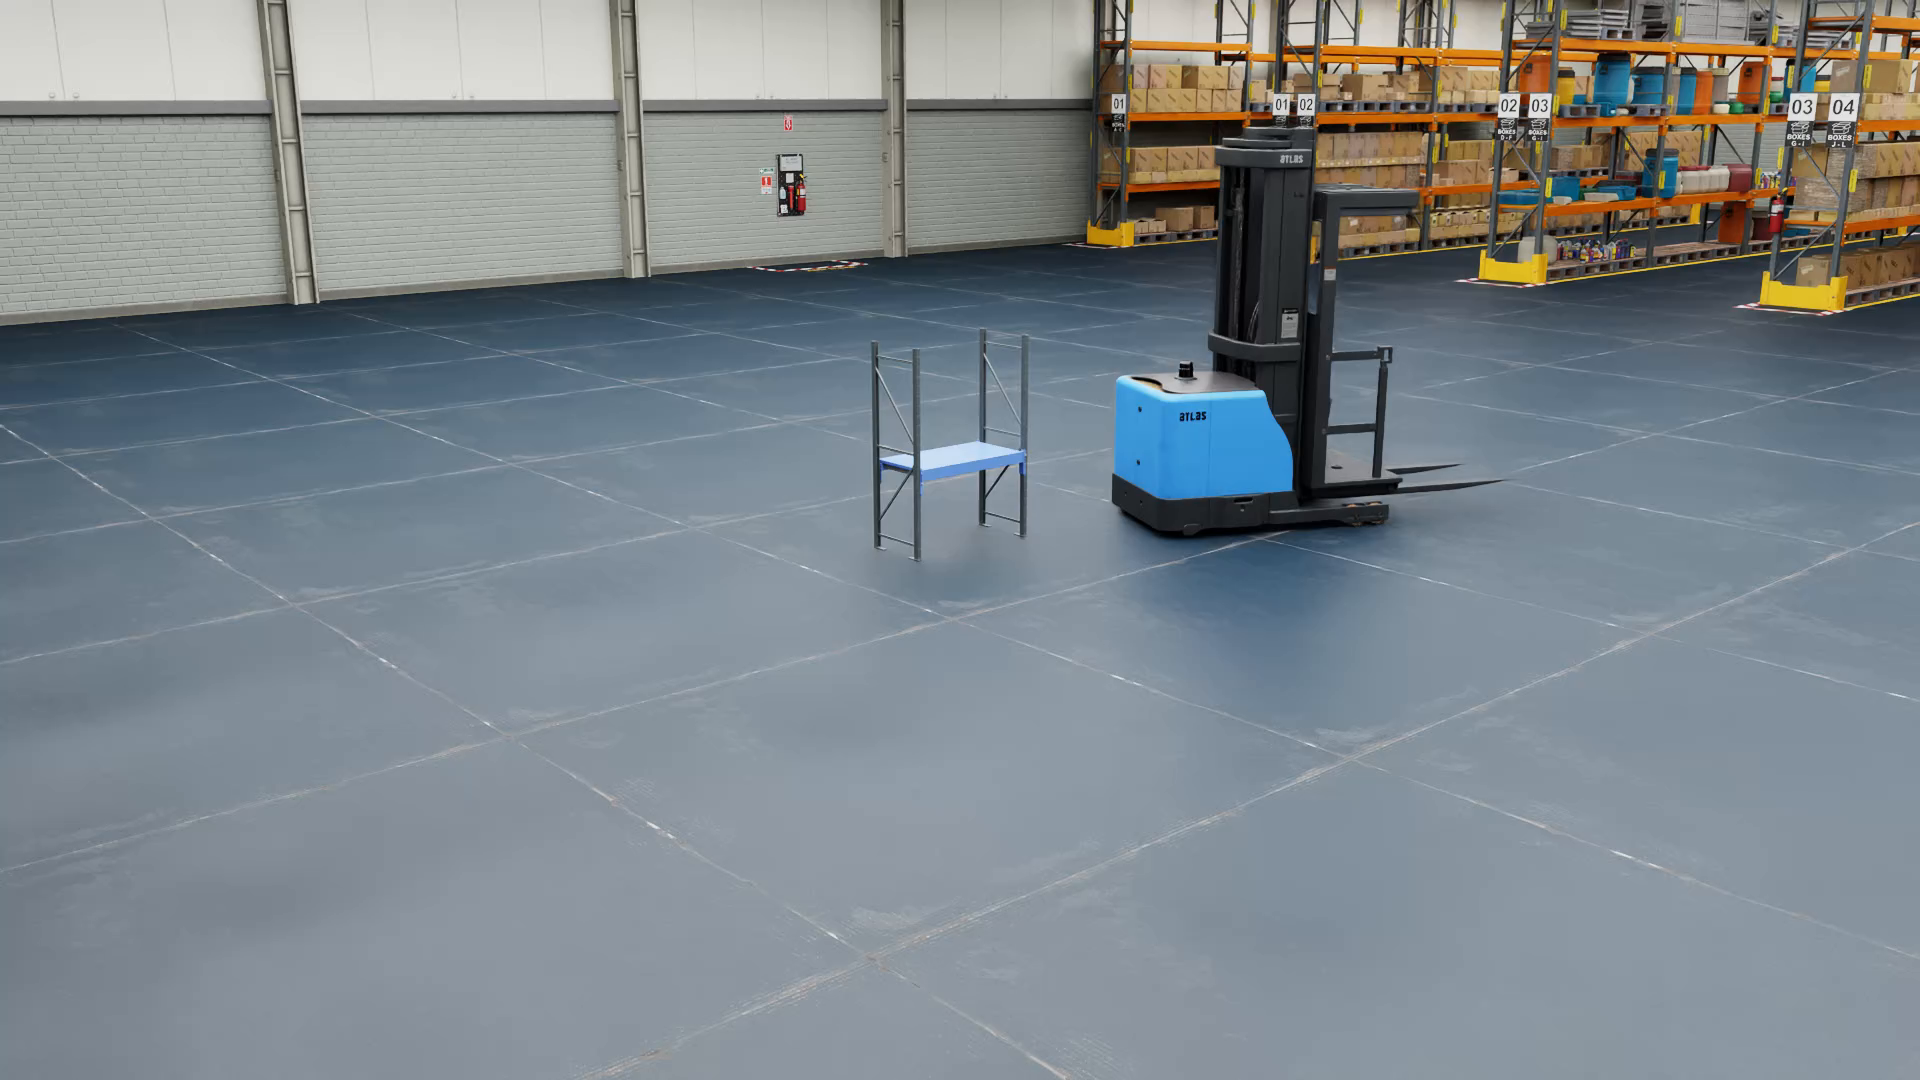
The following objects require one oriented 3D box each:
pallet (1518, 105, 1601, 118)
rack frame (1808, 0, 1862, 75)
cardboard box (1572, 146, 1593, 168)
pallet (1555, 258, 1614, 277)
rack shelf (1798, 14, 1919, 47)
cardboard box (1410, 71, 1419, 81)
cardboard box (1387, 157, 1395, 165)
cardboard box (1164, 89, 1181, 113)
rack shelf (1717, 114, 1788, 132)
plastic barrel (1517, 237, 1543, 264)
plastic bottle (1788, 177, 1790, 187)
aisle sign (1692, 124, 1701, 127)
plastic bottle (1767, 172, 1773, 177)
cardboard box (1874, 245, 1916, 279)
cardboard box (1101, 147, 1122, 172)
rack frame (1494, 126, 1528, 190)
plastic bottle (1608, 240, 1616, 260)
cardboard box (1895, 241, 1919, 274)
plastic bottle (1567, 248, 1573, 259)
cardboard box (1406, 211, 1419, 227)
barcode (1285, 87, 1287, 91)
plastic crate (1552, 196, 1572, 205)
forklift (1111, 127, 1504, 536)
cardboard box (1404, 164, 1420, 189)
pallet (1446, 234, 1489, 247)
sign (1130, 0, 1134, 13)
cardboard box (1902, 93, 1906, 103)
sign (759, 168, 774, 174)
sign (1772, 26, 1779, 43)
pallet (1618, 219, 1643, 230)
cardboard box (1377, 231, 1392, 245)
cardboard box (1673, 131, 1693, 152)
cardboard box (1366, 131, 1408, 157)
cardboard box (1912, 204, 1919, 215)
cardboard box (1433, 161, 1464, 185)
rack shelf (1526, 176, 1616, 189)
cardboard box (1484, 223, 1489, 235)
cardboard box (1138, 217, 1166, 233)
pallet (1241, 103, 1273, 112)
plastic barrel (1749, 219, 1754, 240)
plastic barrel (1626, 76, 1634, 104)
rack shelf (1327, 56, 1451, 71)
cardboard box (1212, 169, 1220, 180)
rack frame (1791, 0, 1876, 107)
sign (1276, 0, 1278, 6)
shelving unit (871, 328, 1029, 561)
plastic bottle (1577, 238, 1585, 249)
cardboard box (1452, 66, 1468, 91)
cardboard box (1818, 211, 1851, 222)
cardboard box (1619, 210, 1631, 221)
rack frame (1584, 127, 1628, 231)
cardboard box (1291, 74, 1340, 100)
[{"bbox_3d":[10.443,-7.507,29.097,1.213,0.211,1.003,-13,19,-39],"label":"pallet"},{"bbox_3d":[18.808,-10.960,35.842,0.127,3.000,1.000,-13,19,-39],"label":"rack frame"},{"bbox_3d":[14.578,-9.112,39.542,0.500,0.500,0.700,-9,17,-31],"label":"cardboard box"},{"bbox_3d":[11.318,-5.045,30.729,1.213,0.211,1.003,-13,19,-39],"label":"pallet"},{"bbox_3d":[14.515,-7.952,25.984,4.000,0.370,1.077,-13,19,-39],"label":"rack shelf"},{"bbox_3d":[11.554,-11.939,42.821,0.500,0.250,0.500,-11,18,-35],"label":"cardboard box"},{"bbox_3d":[8.691,-7.773,34.086,0.250,0.149,0.380,-13,20,-40],"label":"cardboard box"},{"bbox_3d":[4.486,-9.645,36.501,0.500,0.500,0.500,-12,19,-37],"label":"cardboard box"},{"bbox_3d":[17.299,-8.824,35.054,4.000,0.370,1.077,-13,19,-39],"label":"rack shelf"},{"bbox_3d":[10.201,-5.156,29.746,0.421,0.512,0.421,0,15,0],"label":"plastic barrel"},{"bbox_3d":[17.375,-7.569,35.014,0.135,0.276,0.152,-13,19,-39],"label":"plastic bottle"},{"bbox_3d":[18.829,-10.912,42.250,0.004,0.787,0.394,-13,19,-39],"label":"aisle sign"},{"bbox_3d":[17.510,-7.840,36.029,0.135,0.276,0.152,-13,19,-39],"label":"plastic bottle"},{"bbox_3d":[15.696,-4.677,27.977,0.500,0.500,0.500,-13,20,-41],"label":"cardboard box"},{"bbox_3d":[3.468,-8.378,36.600,0.500,0.500,0.500,-13,20,-40],"label":"cardboard box"},{"bbox_3d":[15.322,-10.667,46.374,0.127,3.000,1.000,-13,19,-39],"label":"rack frame"},{"bbox_3d":[12.088,-5.386,30.883,0.185,0.351,0.144,-13,20,-40],"label":"plastic bottle"},{"bbox_3d":[16.501,-4.846,28.572,0.700,0.500,0.500,14,21,43],"label":"cardboard box"},{"bbox_3d":[11.400,-5.359,31.070,0.097,0.201,0.097,0,15,0],"label":"plastic bottle"},{"bbox_3d":[9.641,-6.941,35.849,0.500,0.311,0.500,-13,19,-39],"label":"cardboard box"},{"bbox_3d":[6.417,-8.868,32.699,0.075,0.075,0.001,-13,19,-39],"label":"barcode"},{"bbox_3d":[10.641,-5.990,29.373,0.250,0.136,0.298,-13,19,-39],"label":"plastic crate"},{"bbox_3d":[2.767,-1.645,12.729,3.031,2.935,1.130,-4,16,-16],"label":"forklift"},{"bbox_3d":[9.193,-7.643,34.856,0.500,0.500,0.700,-13,20,-41],"label":"cardboard box"},{"bbox_3d":[10.975,-6.664,36.789,1.213,0.211,1.003,-13,19,-39],"label":"pallet"},{"bbox_3d":[3.608,-11.239,34.926,0.005,0.325,0.100,-13,19,-39],"label":"sign"},{"bbox_3d":[14.527,-6.900,25.975,0.250,0.149,0.380,-13,20,-40],"label":"cardboard box"},{"bbox_3d":[-3.679,-7.015,31.604,0.331,0.109,0.001,-13,19,-39],"label":"sign"},{"bbox_3d":[16.157,-10.020,32.951,0.005,0.325,0.100,-13,19,-39],"label":"sign"},{"bbox_3d":[16.078,-7.795,41.024,1.213,0.211,1.003,-13,19,-39],"label":"pallet"},{"bbox_3d":[8.566,-6.254,34.365,0.500,0.250,0.500,-13,19,-39],"label":"cardboard box"},{"bbox_3d":[18.041,-10.020,41.820,0.500,0.500,0.500,-12,19,-38],"label":"cardboard box"},{"bbox_3d":[8.813,-8.184,34.368,0.500,0.500,0.700,-13,20,-39],"label":"cardboard box"},{"bbox_3d":[15.516,-5.391,27.109,0.250,0.149,0.380,-13,19,-39],"label":"cardboard box"},{"bbox_3d":[10.511,-7.935,35.952,0.500,0.500,0.500,-11,18,-35],"label":"cardboard box"},{"bbox_3d":[14.050,-8.340,39.053,4.000,0.370,1.077,-13,19,-39],"label":"rack shelf"},{"bbox_3d":[11.537,-6.914,36.835,0.500,0.250,0.500,-12,19,-38],"label":"cardboard box"},{"bbox_3d":[4.263,-7.067,37.251,0.500,0.311,0.500,-11,18,-35],"label":"cardboard box"},{"bbox_3d":[6.805,-10.077,38.714,1.003,0.211,1.213,-13,19,-39],"label":"pallet"},{"bbox_3d":[16.515,-6.584,35.092,0.421,0.512,0.421,0,15,0],"label":"plastic barrel"},{"bbox_3d":[12.319,-8.377,30.957,0.421,0.512,0.421,0,15,0],"label":"plastic barrel"},{"bbox_3d":[10.796,-12.009,41.939,4.000,0.370,1.077,-13,19,-39],"label":"rack shelf"},{"bbox_3d":[5.730,-8.350,37.949,0.500,0.250,0.500,-13,19,-39],"label":"cardboard box"},{"bbox_3d":[13.006,-7.962,24.622,0.127,3.000,1.000,-13,19,-39],"label":"rack frame"},{"bbox_3d":[6.161,-10.489,32.118,0.005,0.325,0.100,-13,19,-39],"label":"sign"},{"bbox_3d":[-0.064,-0.710,12.002,1.048,1.500,0.538,-13,19,-39],"label":"shelving unit"},{"bbox_3d":[11.749,-5.551,31.499,0.185,0.351,0.144,-14,20,-42],"label":"plastic bottle"},{"bbox_3d":[10.429,-9.811,35.377,0.500,0.500,0.500,-10,18,-34],"label":"cardboard box"},{"bbox_3d":[13.378,-4.945,25.436,0.250,0.149,0.380,-13,19,-39],"label":"cardboard box"},{"bbox_3d":[16.018,-7.969,40.628,0.500,0.311,0.500,-13,19,-39],"label":"cardboard box"},{"bbox_3d":[15.559,-9.026,40.229,0.127,3.000,1.000,-13,19,-39],"label":"rack frame"},{"bbox_3d":[6.943,-8.859,32.507,0.637,0.503,0.797,-11,18,-36],"label":"cardboard box"}]
